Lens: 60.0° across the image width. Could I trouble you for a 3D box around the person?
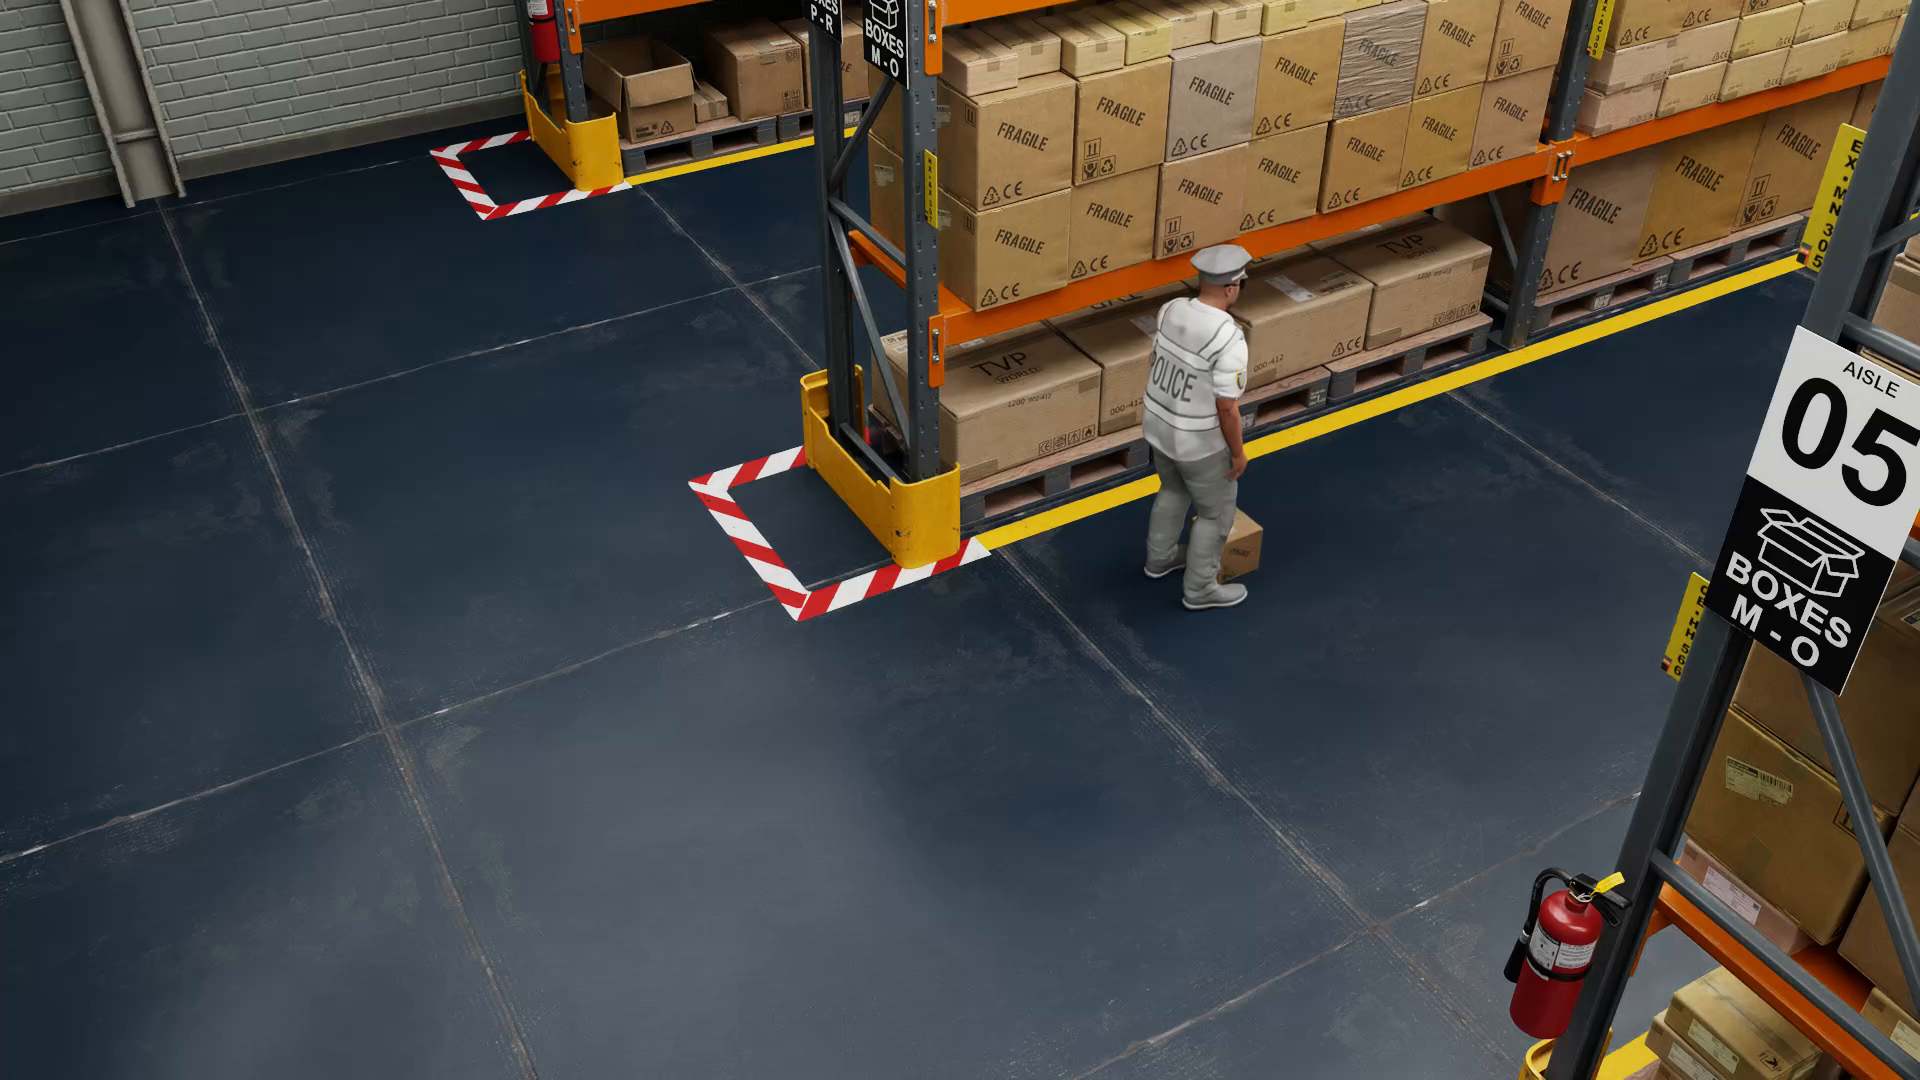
[{"bbox_3d":[1.068,-0.490,7.585,0.437,1.744,0.582,-21,41,-26],"label":"person"}]
